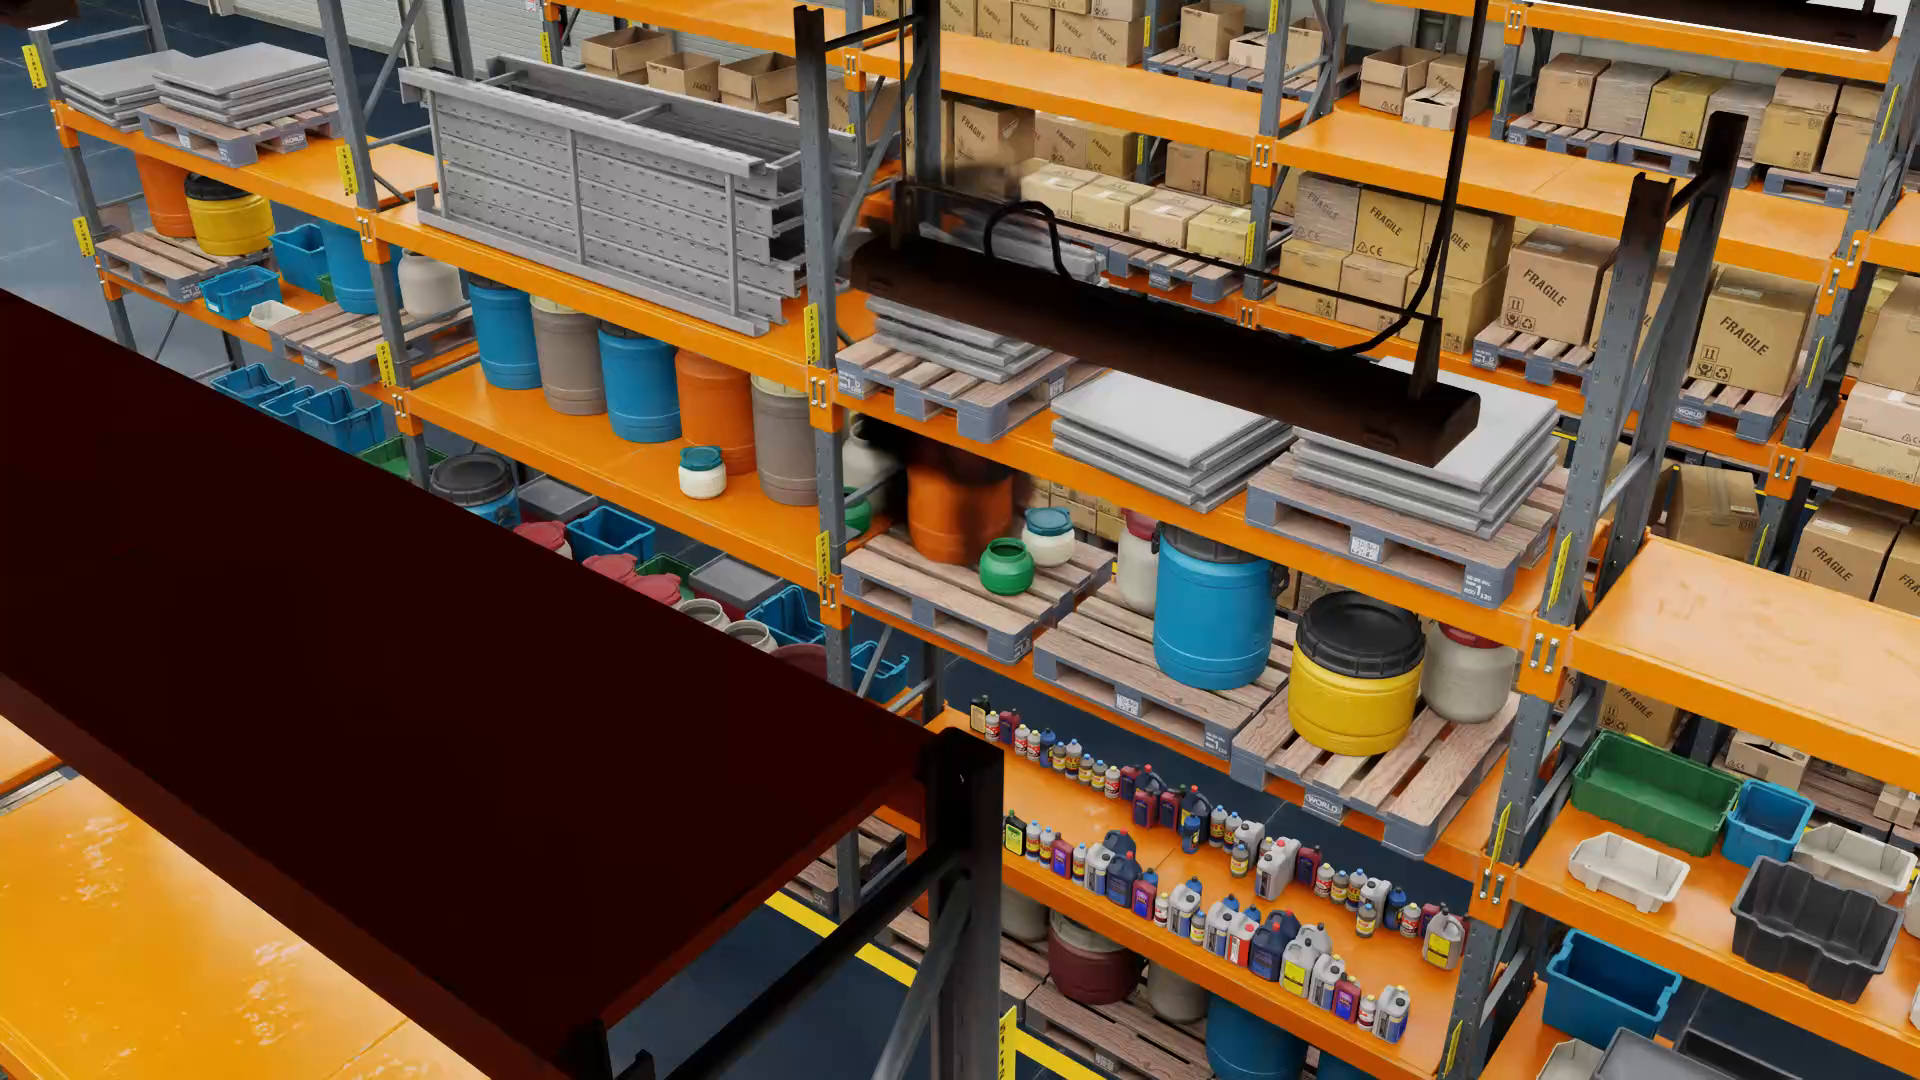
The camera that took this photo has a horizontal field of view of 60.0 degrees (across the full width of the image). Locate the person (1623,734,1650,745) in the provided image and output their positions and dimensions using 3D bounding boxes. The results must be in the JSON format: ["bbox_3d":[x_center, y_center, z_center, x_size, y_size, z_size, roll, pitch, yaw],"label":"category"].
[{"bbox_3d":[4.211,1.966,10.453,0.898,1.654,0.727,16,35,24],"label":"person"}]

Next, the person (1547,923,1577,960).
[{"bbox_3d":[3.741,2.311,9.848,0.680,1.748,0.567,-26,40,-35],"label":"person"}]
